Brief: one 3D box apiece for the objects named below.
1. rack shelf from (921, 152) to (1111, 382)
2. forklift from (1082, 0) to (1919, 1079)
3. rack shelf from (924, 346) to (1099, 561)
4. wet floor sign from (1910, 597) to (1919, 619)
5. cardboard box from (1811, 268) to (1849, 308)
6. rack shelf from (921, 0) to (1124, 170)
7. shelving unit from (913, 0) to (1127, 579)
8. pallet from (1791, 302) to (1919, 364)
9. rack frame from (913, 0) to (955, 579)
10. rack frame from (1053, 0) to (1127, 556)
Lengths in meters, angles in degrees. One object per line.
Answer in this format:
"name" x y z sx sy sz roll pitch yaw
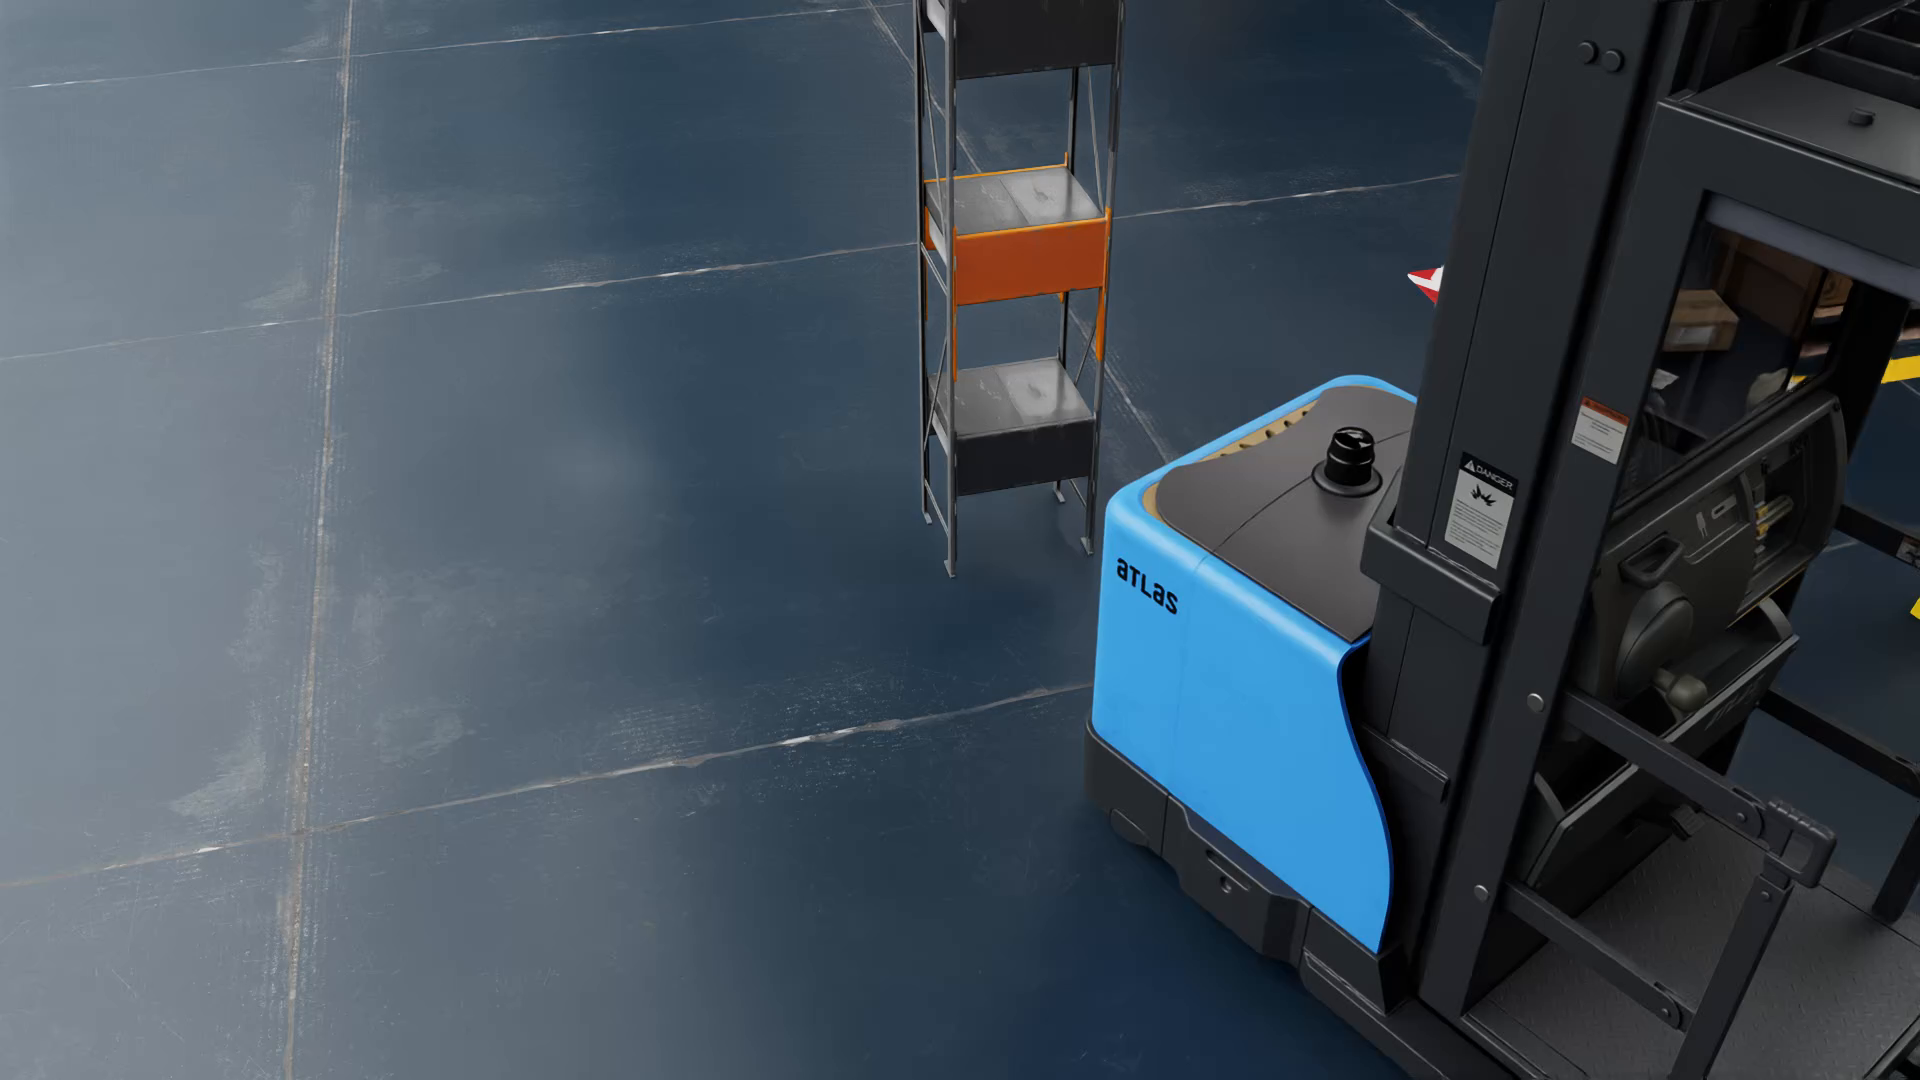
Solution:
"rack shelf" 0.160 -0.849 5.155 0.480 0.518 0.431 -9 38 -12
"forklift" 1.673 0.083 3.230 1.130 2.935 3.031 -27 45 -30
"rack shelf" 0.160 -0.293 5.580 0.480 0.518 0.431 -9 38 -12
"wet floor sign" 3.266 0.027 5.184 0.232 0.644 0.267 -16 40 -20
"cardboard box" 3.416 -1.543 6.702 0.875 0.875 0.875 -9 38 -12
"rack shelf" 0.160 -1.405 4.729 0.480 0.518 0.431 -9 38 -12
"shelving unit" 0.160 -0.860 5.146 0.503 2.100 0.431 -9 38 -12
"pallet" 3.530 -1.139 7.066 1.213 0.211 1.003 -9 38 -12
"rack frame" -0.076 -0.822 5.096 0.015 2.100 0.400 -9 38 -12
"rack frame" 0.395 -0.899 5.197 0.015 2.100 0.400 -9 38 -12
